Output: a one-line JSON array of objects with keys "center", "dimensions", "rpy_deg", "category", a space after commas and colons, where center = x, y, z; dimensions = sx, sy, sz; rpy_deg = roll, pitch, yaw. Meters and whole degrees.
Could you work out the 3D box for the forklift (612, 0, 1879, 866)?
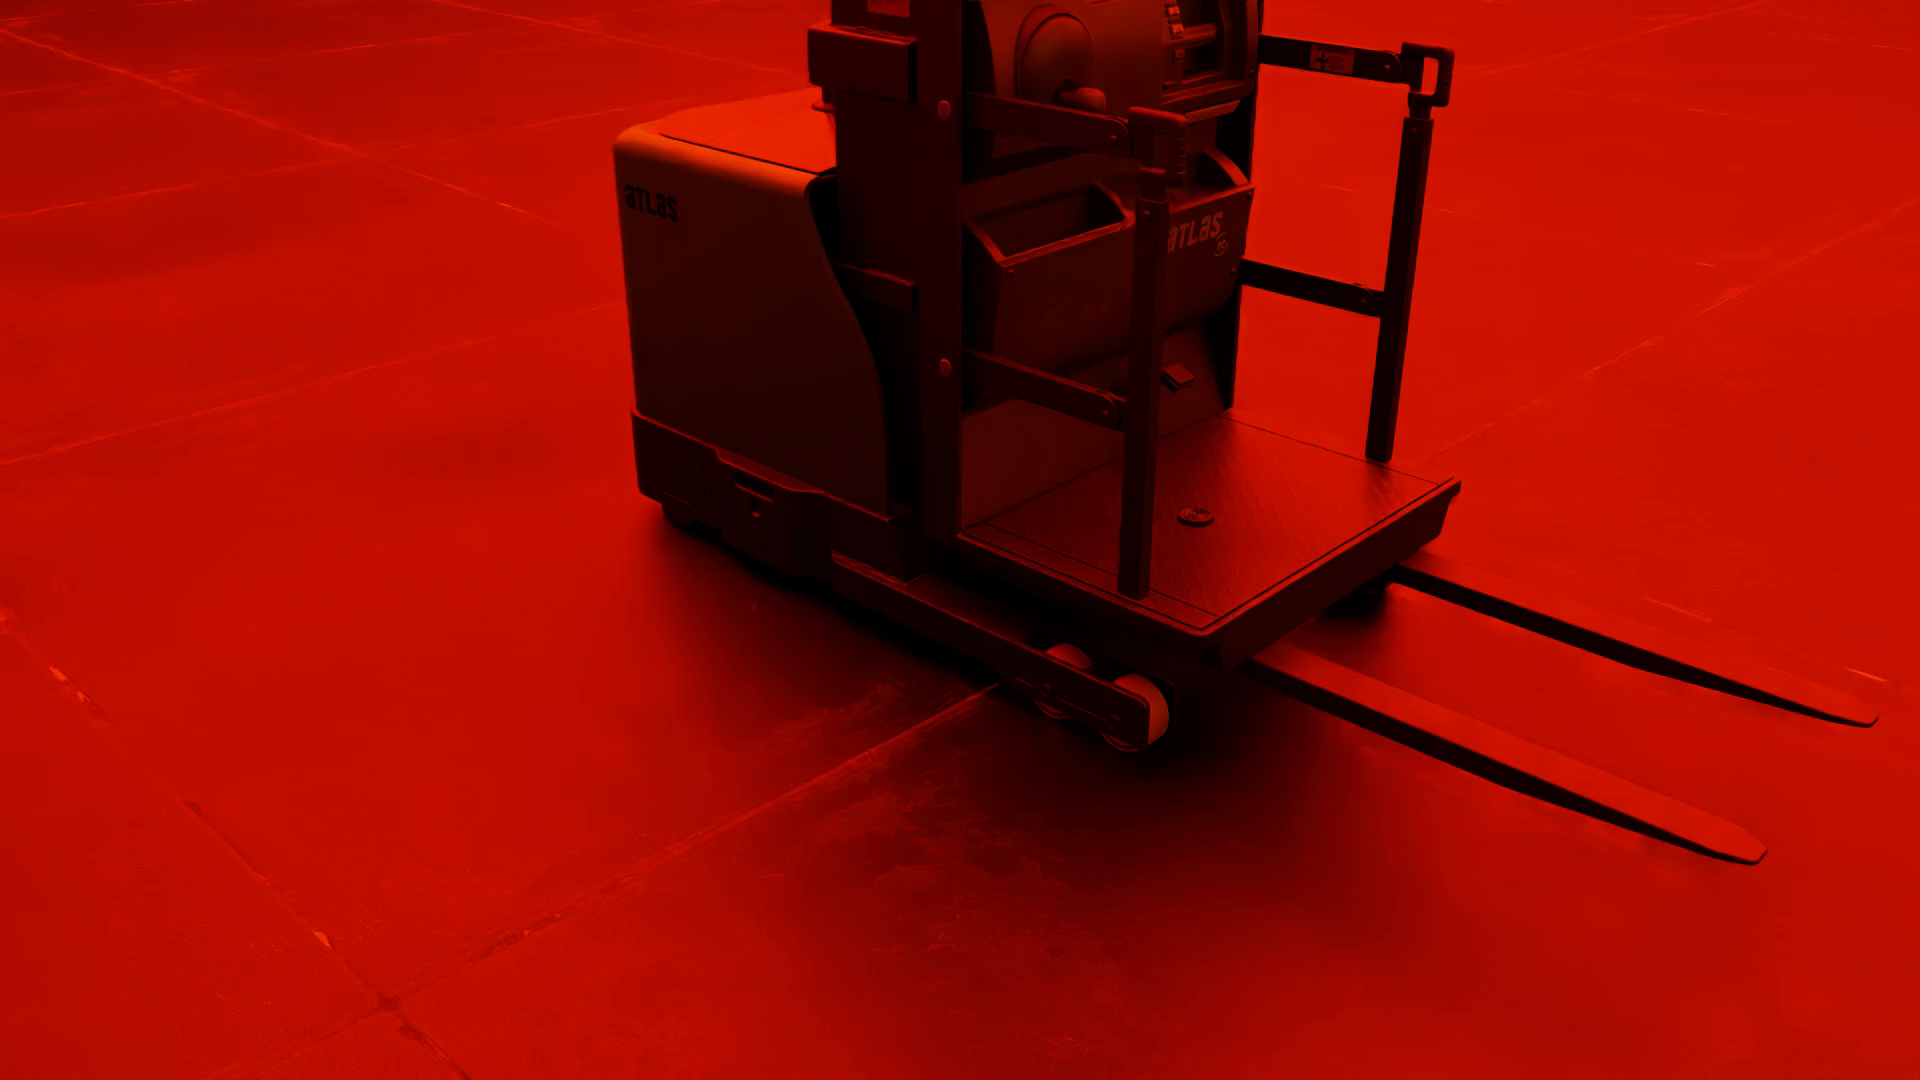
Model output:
[{"center": [0.508, -1.117, 3.490], "dimensions": [3.031, 2.935, 1.130], "rpy_deg": [23, 34, 38], "category": "forklift"}]
